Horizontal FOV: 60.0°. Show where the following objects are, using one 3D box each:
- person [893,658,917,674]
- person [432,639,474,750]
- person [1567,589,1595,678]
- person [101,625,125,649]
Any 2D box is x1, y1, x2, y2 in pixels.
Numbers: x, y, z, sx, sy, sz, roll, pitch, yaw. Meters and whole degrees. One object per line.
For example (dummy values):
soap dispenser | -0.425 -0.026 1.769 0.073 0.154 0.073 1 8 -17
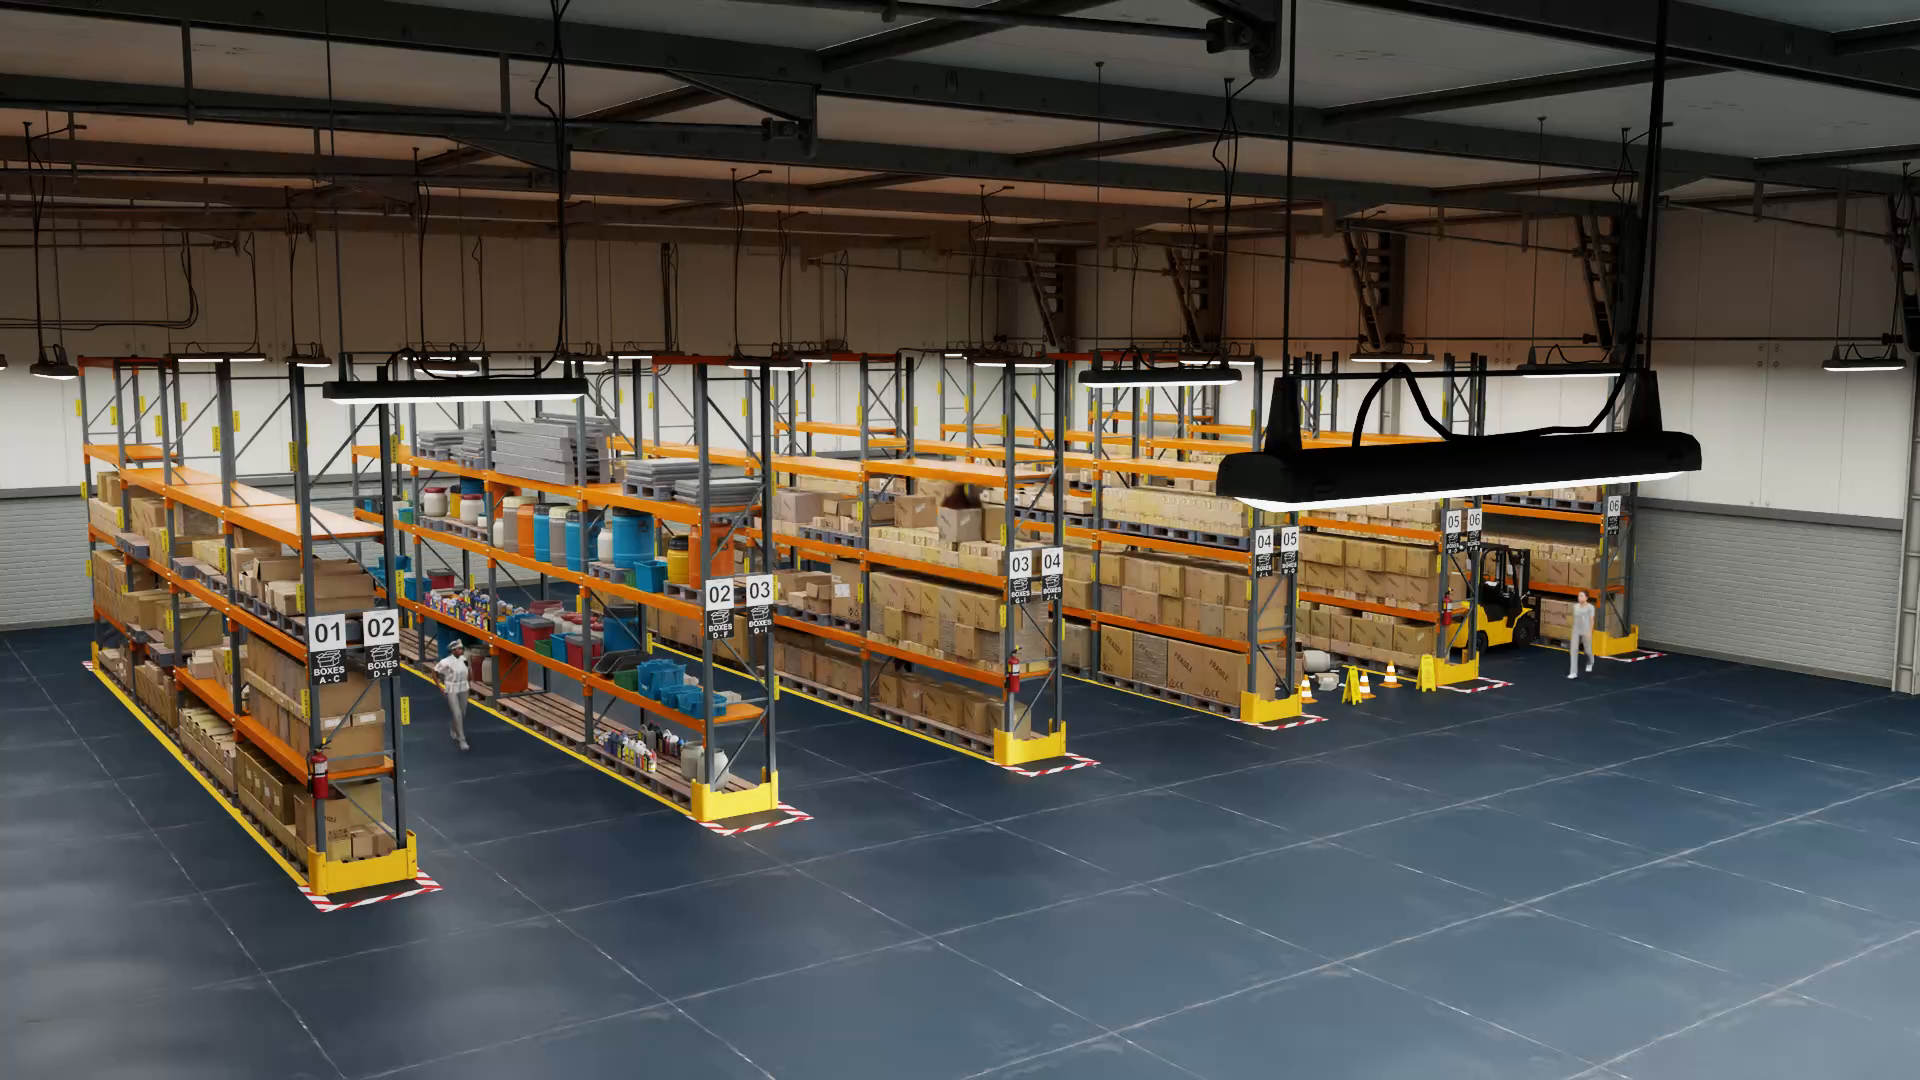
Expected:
person | -0.926 1.726 30.740 0.588 1.711 1.145 -5 9 -37
person | -7.847 2.354 25.767 0.596 1.650 1.028 -5 8 -35
person | 11.661 1.740 31.157 0.436 1.644 0.948 5 8 33
person | -17.109 1.427 33.623 0.523 1.644 0.473 0 7 3
